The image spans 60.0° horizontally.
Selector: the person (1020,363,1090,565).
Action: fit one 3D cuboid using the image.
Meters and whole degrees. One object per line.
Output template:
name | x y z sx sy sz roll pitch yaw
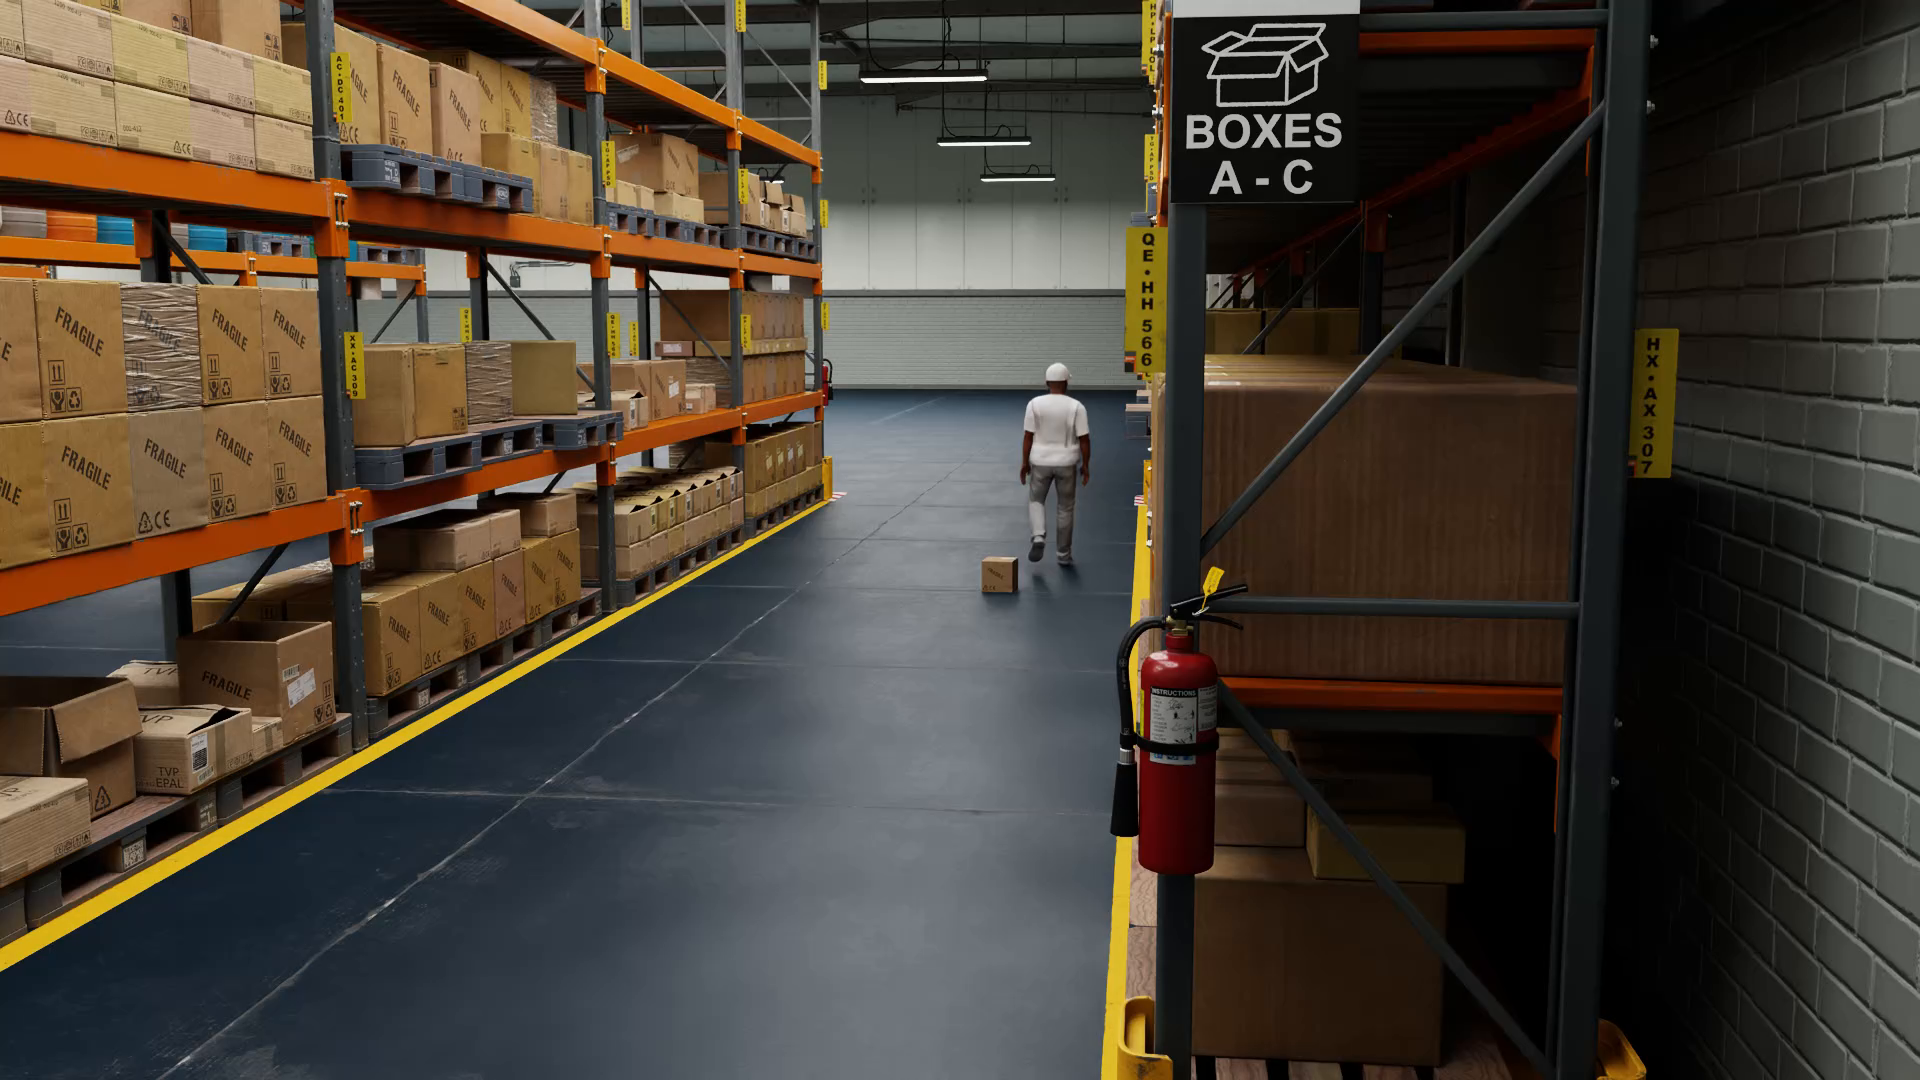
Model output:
person | 0.831 -0.657 14.482 0.613 1.762 0.615 1 8 7
